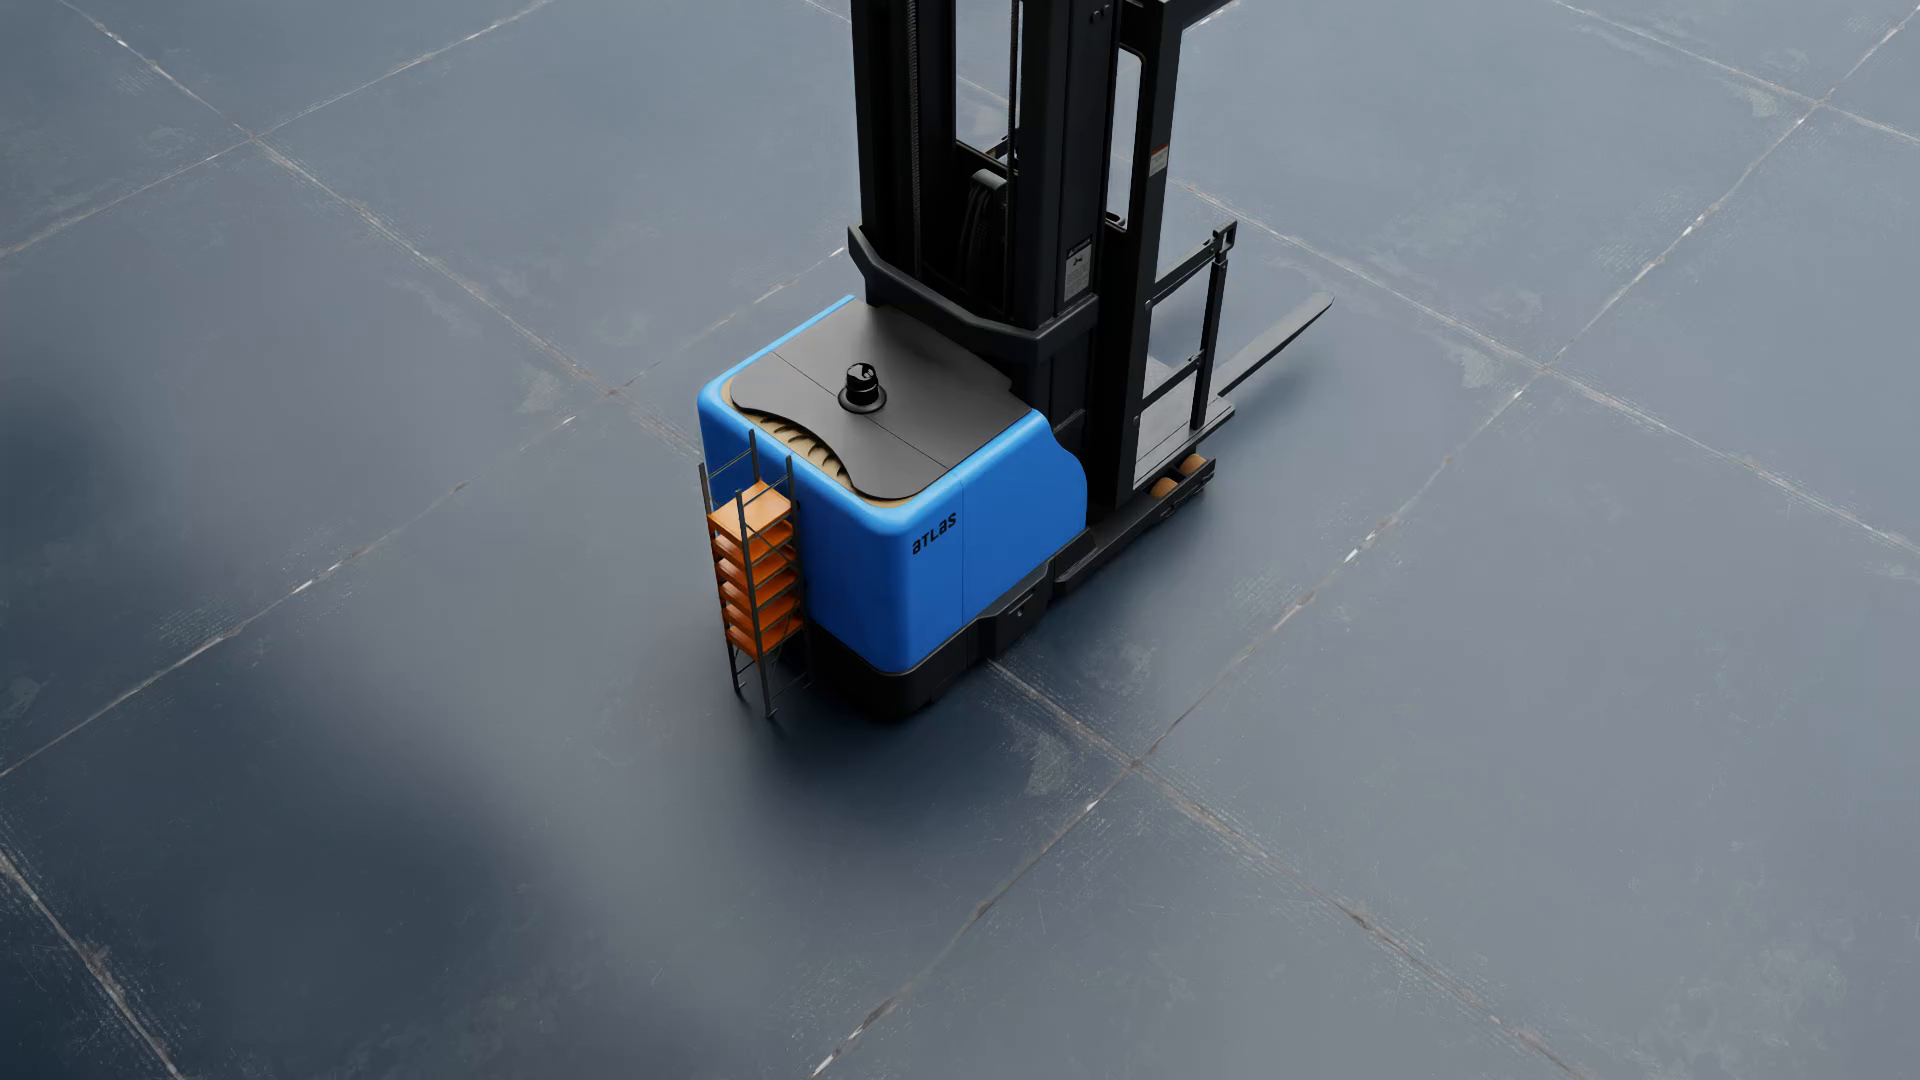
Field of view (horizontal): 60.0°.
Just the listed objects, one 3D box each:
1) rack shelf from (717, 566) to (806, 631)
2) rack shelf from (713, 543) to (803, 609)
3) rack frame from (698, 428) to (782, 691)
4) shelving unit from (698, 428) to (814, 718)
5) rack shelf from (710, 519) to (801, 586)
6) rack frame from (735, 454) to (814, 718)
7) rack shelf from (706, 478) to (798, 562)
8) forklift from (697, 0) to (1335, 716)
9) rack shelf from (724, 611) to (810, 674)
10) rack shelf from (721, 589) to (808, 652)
[{"bbox_3d":[-0.707,0.177,5.931,0.180,0.103,0.258,35,56,28],"label":"rack shelf"},{"bbox_3d":[-0.707,0.094,5.843,0.180,0.103,0.258,35,56,28],"label":"rack shelf"},{"bbox_3d":[-0.773,0.100,5.941,0.006,1.200,0.240,35,56,28],"label":"rack frame"},{"bbox_3d":[-0.707,0.146,5.898,0.189,1.200,0.258,35,56,28],"label":"shelving unit"},{"bbox_3d":[-0.707,0.012,5.756,0.180,0.103,0.258,35,56,28],"label":"rack shelf"},{"bbox_3d":[-0.641,0.192,5.855,0.006,1.200,0.240,35,56,28],"label":"rack frame"},{"bbox_3d":[-0.707,-0.070,5.668,0.180,0.103,0.258,35,56,28],"label":"rack shelf"},{"bbox_3d":[0.429,-1.332,6.098,1.130,2.935,3.031,35,56,28],"label":"forklift"},{"bbox_3d":[-0.707,0.341,6.106,0.180,0.103,0.258,35,56,28],"label":"rack shelf"},{"bbox_3d":[-0.707,0.259,6.018,0.180,0.103,0.258,35,56,28],"label":"rack shelf"}]
